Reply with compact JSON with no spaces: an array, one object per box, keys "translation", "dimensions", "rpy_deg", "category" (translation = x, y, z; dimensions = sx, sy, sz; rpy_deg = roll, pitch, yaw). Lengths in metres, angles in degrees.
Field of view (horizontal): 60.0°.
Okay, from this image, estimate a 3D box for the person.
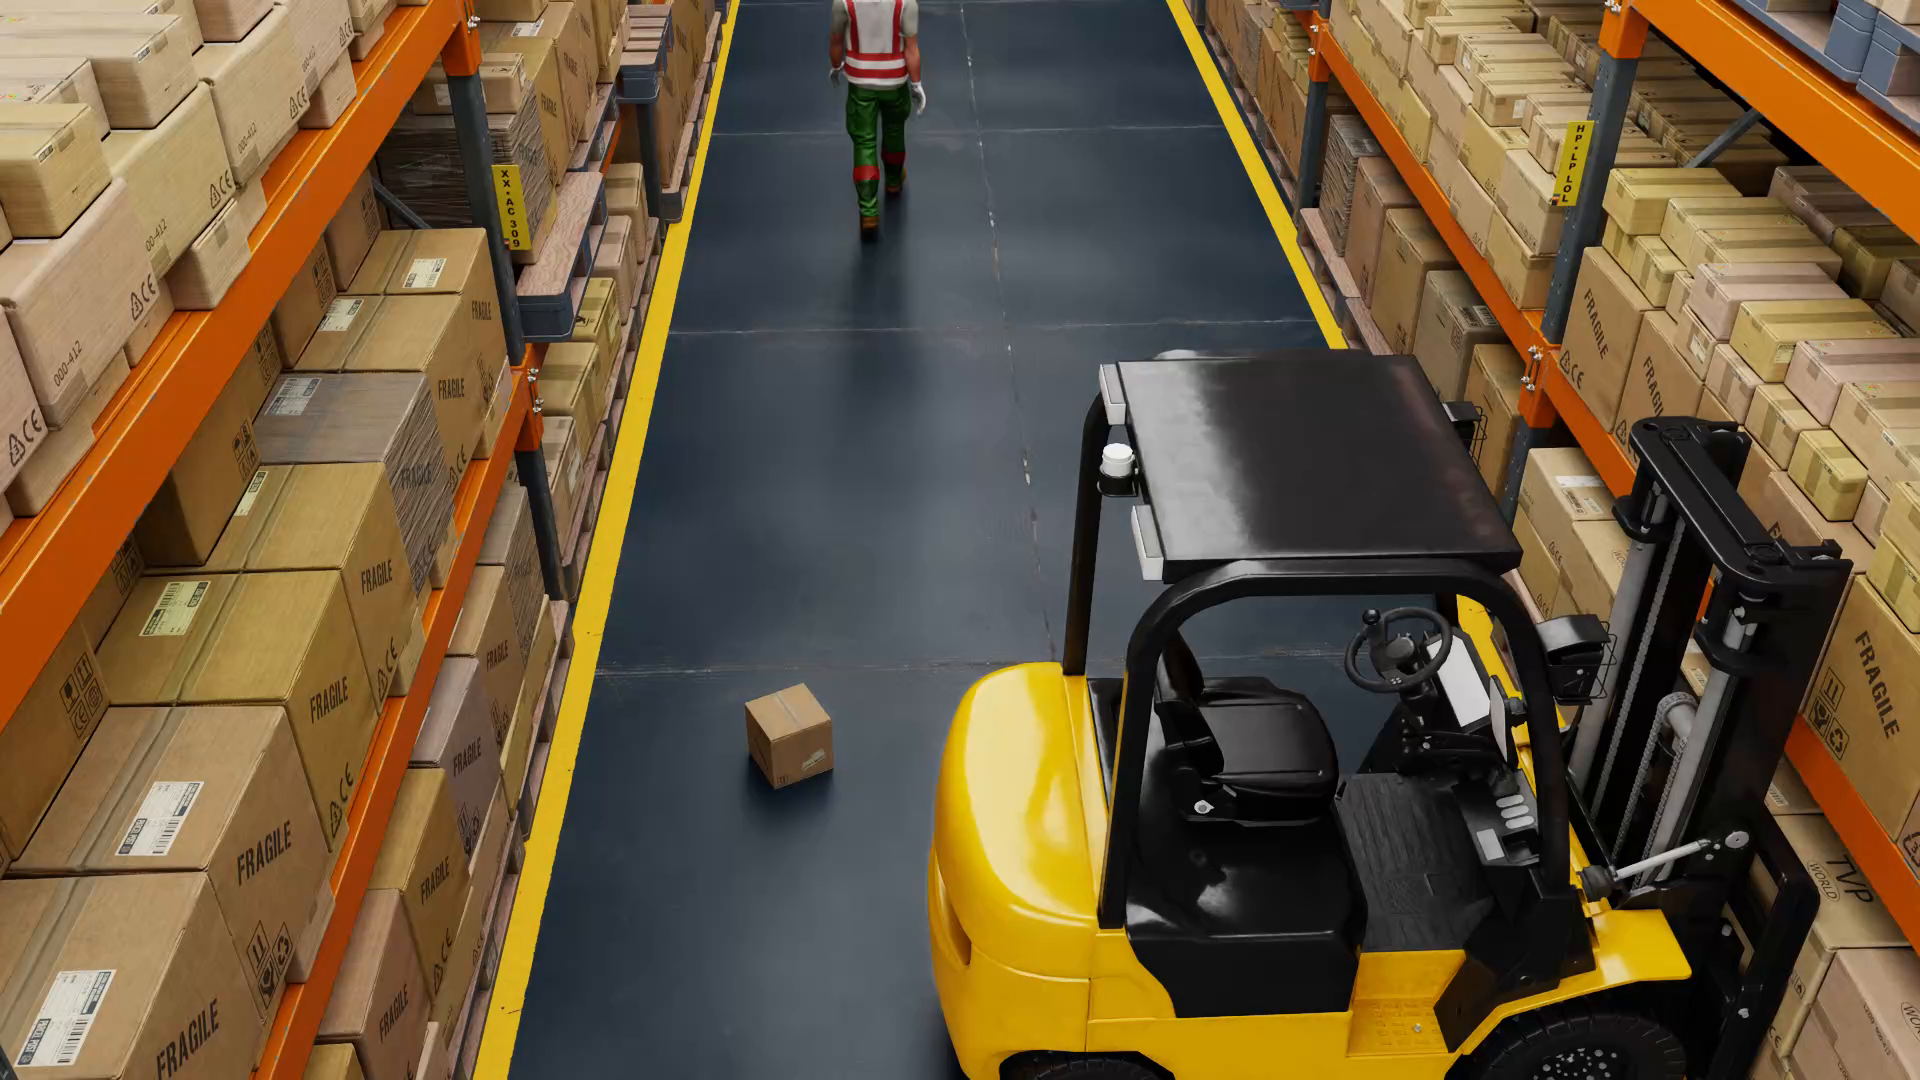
[{"translation":[-0.515,-2.858,10.229],"dimensions":[0.587,1.748,1.022],"rpy_deg":[-2,35,-3],"category":"person"}]
